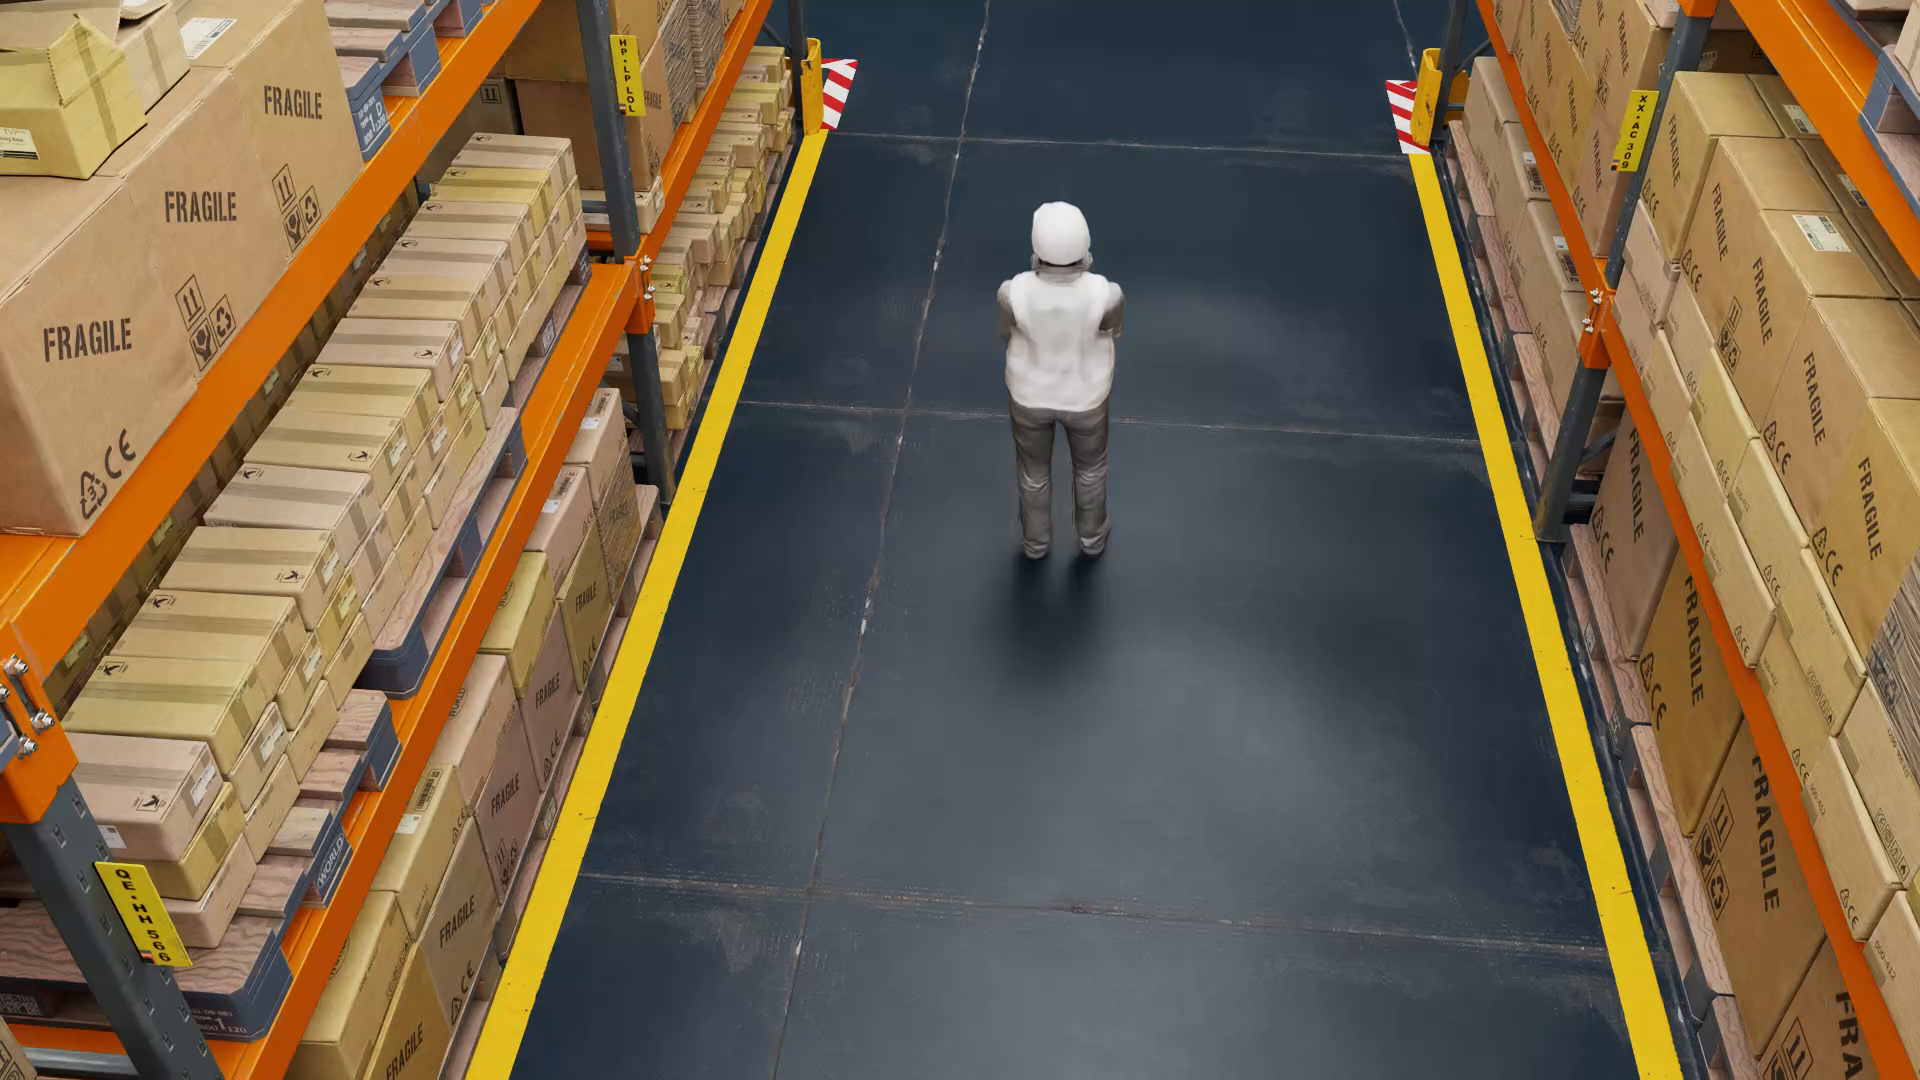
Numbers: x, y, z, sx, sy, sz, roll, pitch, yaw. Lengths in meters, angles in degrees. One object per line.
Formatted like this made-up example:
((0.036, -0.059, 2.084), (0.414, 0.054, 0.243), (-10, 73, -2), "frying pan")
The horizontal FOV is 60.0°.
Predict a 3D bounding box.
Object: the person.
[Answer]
((0.416, -0.670, 6.937), (0.527, 1.776, 0.533), (3, 40, 4), "person")
